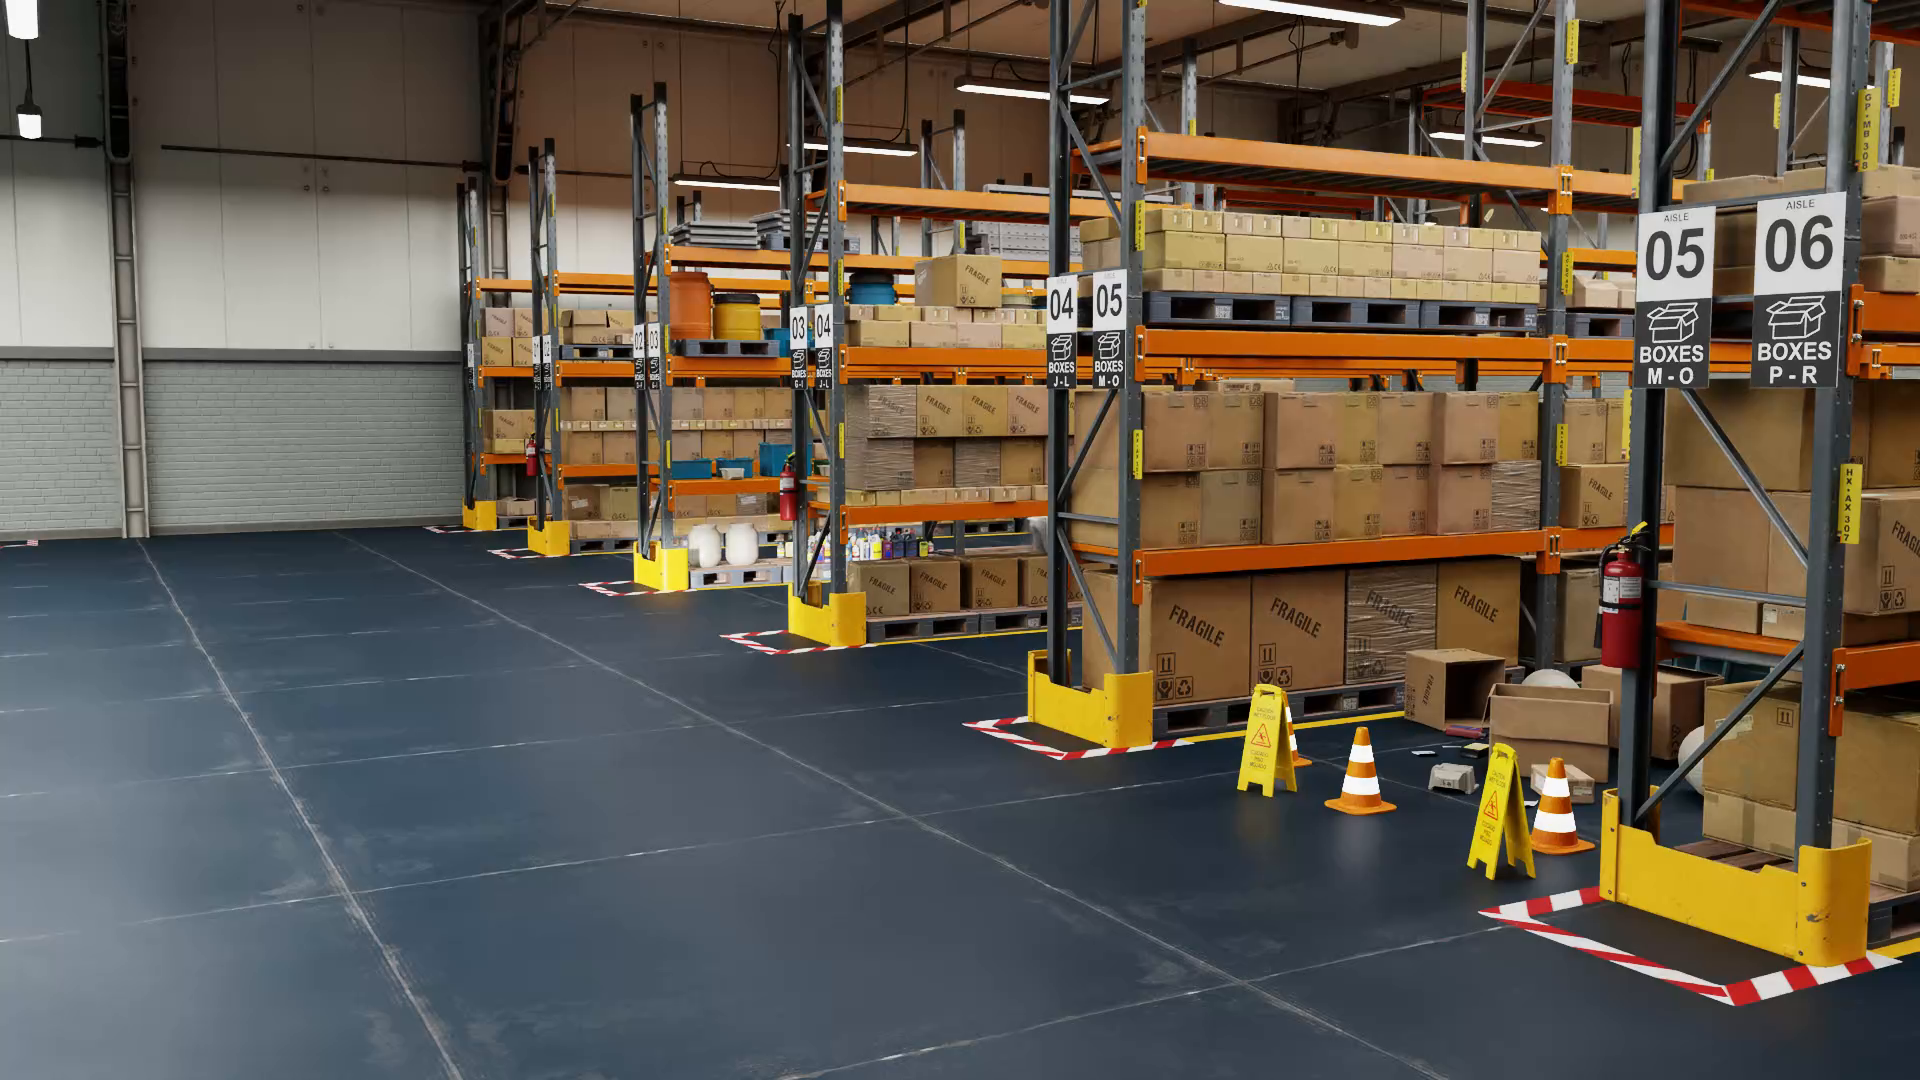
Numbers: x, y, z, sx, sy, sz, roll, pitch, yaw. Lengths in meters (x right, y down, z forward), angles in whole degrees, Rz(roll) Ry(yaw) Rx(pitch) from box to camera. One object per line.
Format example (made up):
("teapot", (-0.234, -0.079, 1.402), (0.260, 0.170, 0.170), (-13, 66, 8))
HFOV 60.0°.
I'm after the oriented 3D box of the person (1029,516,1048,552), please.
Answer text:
("person", (1.044, -0.175, 19.335), (0.543, 1.688, 0.459), (-3, 6, -28))
